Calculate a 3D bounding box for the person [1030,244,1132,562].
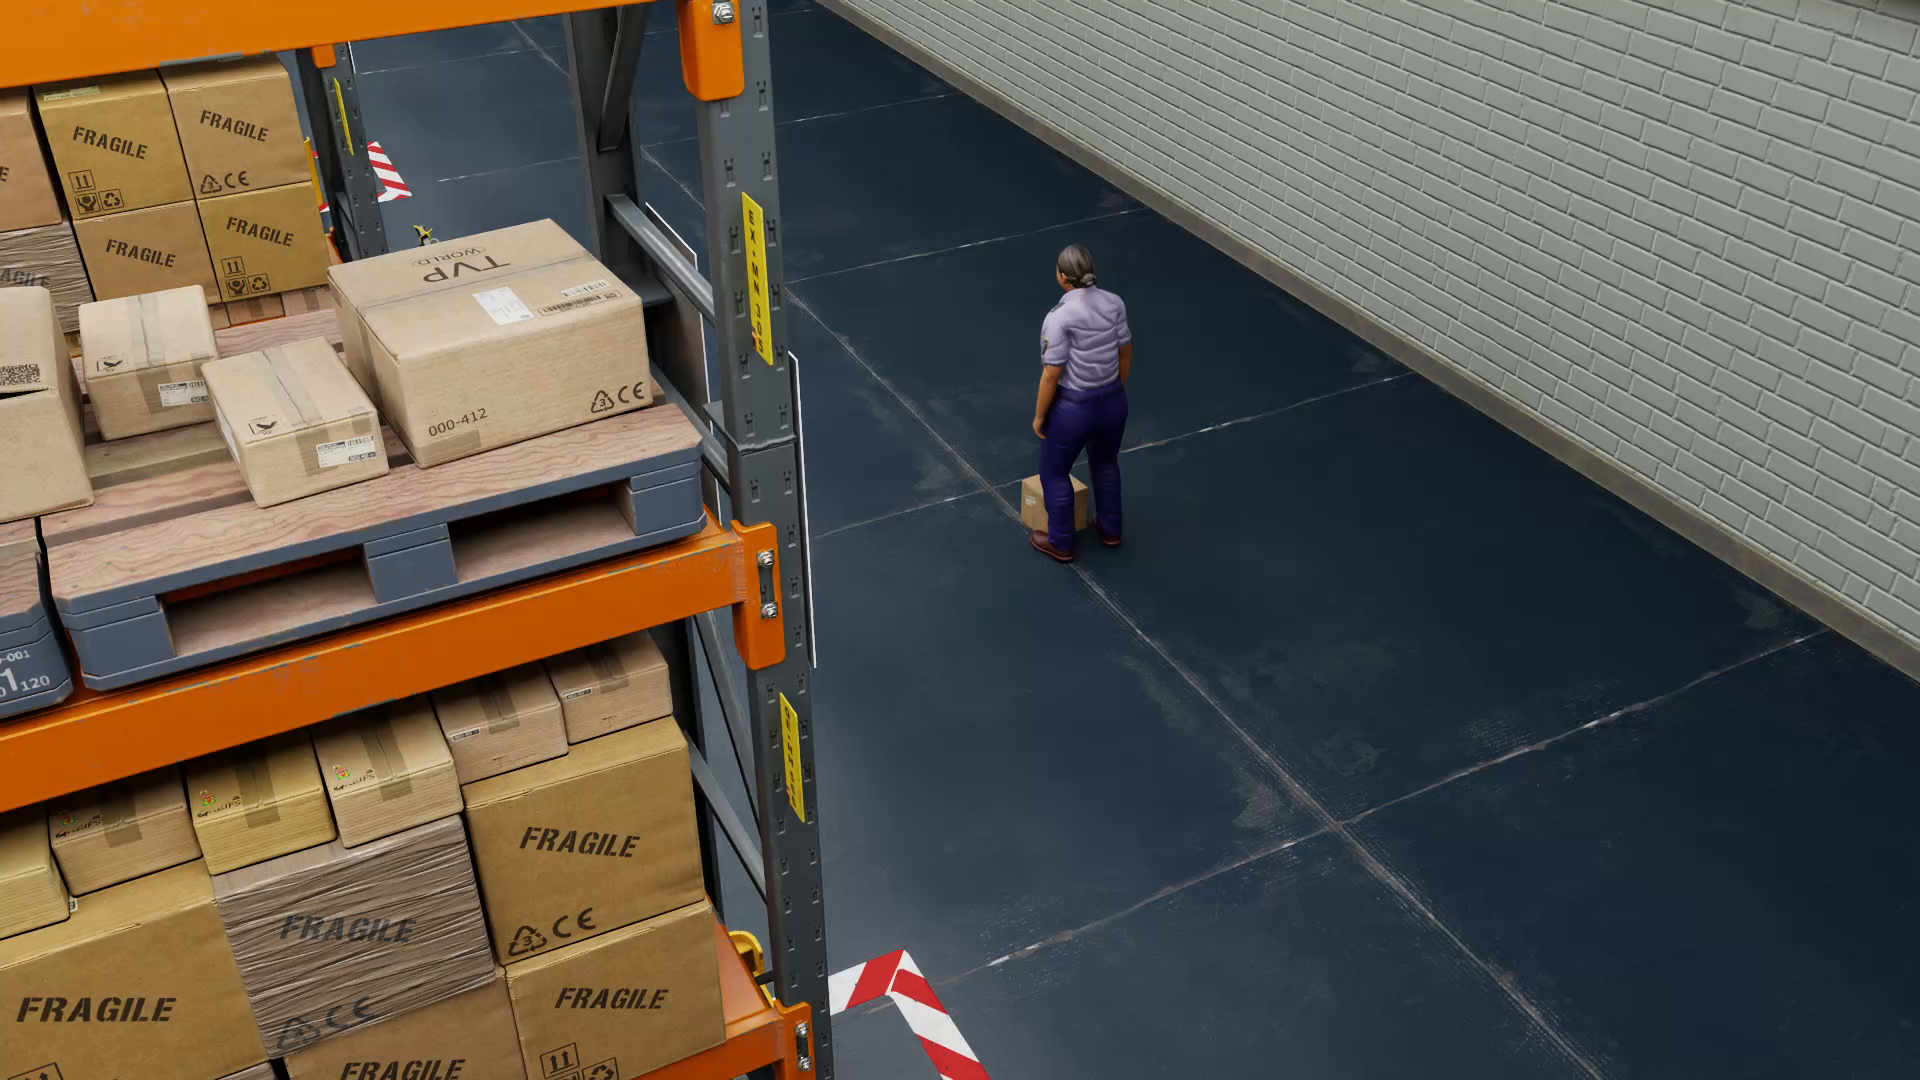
[{"bbox_3d":[0.606,-0.658,8.152,0.563,1.651,0.375,-18,37,-26],"label":"person"}]
